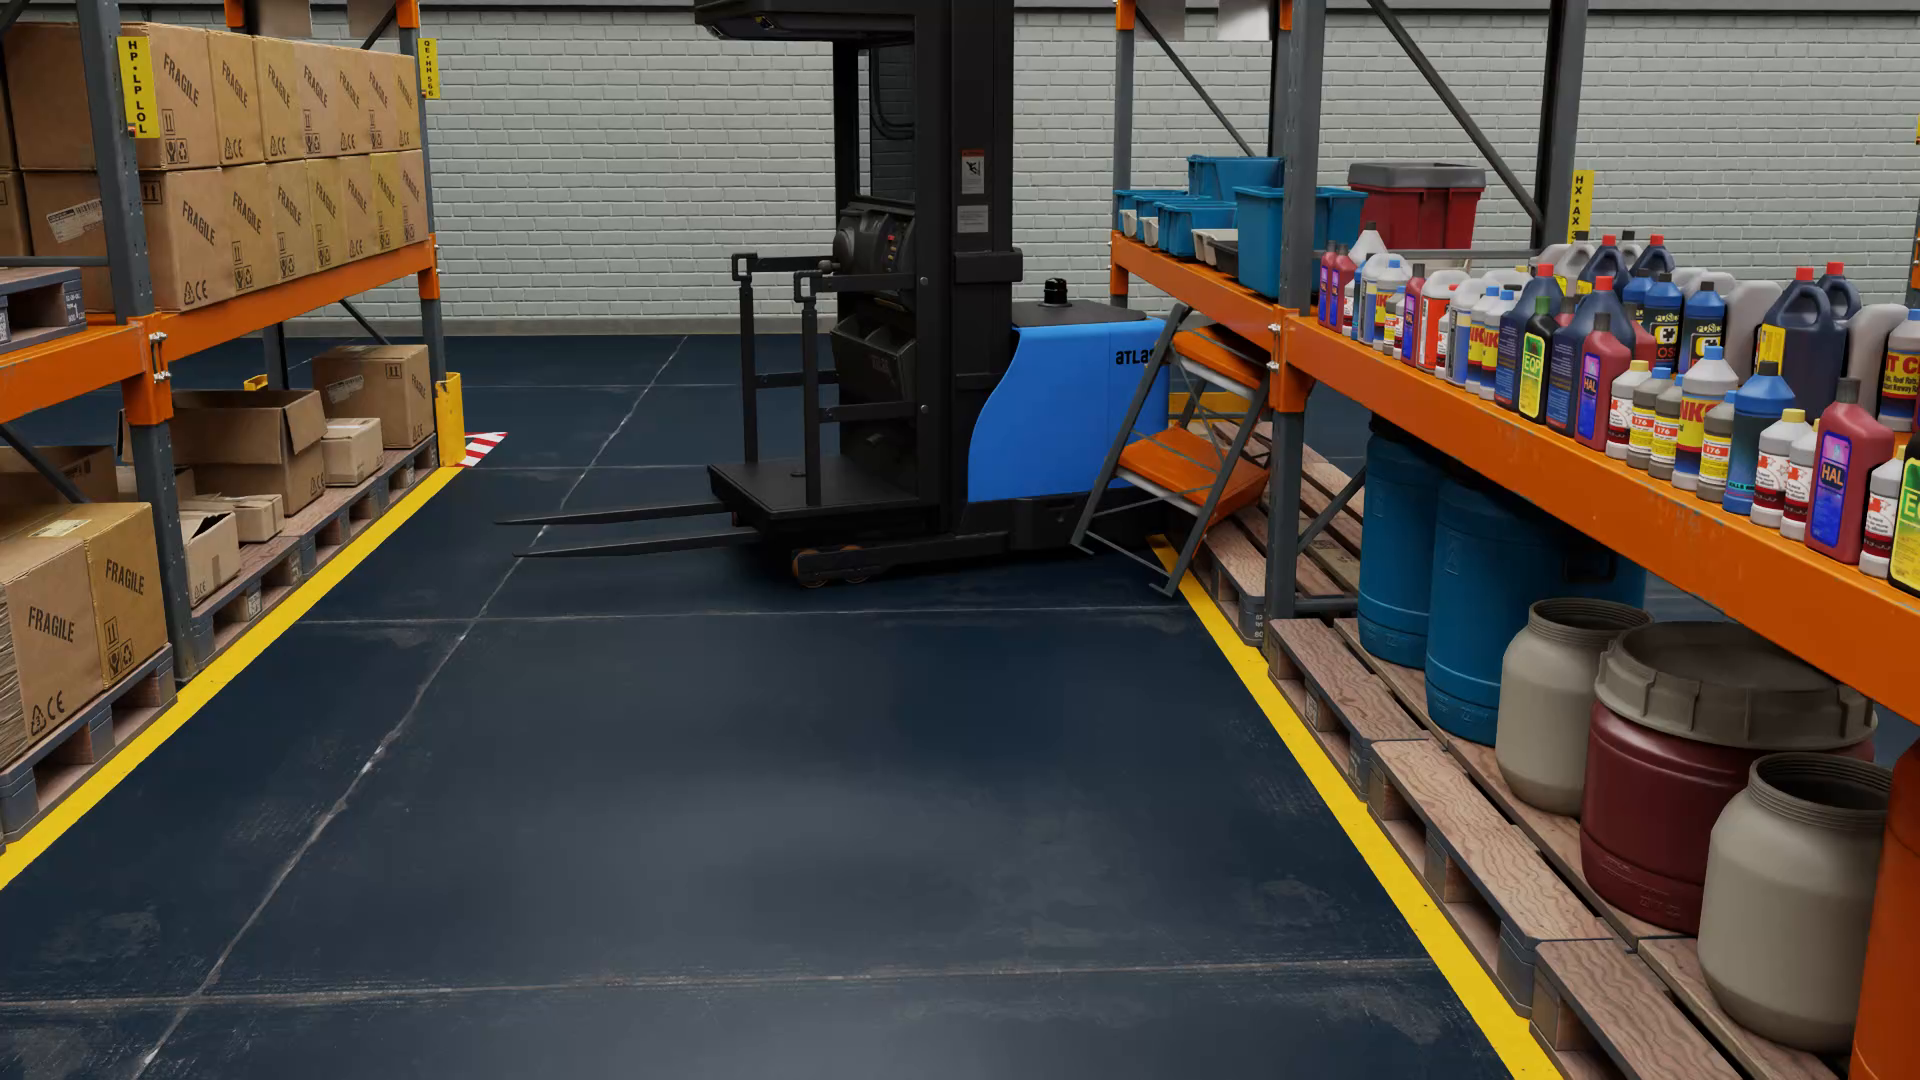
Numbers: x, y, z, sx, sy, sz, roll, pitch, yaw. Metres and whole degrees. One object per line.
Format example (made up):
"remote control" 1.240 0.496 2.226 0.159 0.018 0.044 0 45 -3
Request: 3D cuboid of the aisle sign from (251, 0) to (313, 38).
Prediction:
"aisle sign" -3.836 -3.203 9.240 0.394 0.787 0.004 -1 14 -3

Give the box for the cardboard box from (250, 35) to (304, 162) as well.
"cardboard box" -3.103 -1.847 6.980 0.500 0.500 0.500 -1 14 -5

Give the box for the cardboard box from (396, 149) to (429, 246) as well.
"cardboard box" -3.240 -1.873 9.086 0.500 0.500 0.500 0 14 -2

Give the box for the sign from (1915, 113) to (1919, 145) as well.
"sign" 5.794 -2.534 9.961 0.100 0.325 0.005 -1 14 -3

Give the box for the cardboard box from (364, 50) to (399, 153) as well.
"cardboard box" -3.205 -2.233 8.476 0.500 0.500 0.500 0 14 -2

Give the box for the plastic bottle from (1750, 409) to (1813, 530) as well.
"plastic bottle" 1.441 -0.126 2.896 0.097 0.201 0.097 0 14 0

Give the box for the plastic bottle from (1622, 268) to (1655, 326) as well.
"plastic bottle" 1.930 -0.635 4.731 0.097 0.271 0.097 0 14 0

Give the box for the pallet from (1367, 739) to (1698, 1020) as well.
"pallet" 1.738 0.834 4.360 1.003 0.211 1.213 -1 14 -3

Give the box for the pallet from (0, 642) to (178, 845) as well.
"pallet" -3.203 0.615 5.212 1.003 0.211 1.213 -1 14 -3

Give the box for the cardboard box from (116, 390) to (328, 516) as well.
"cardboard box" -3.413 -0.408 7.721 0.797 0.503 0.637 -1 14 -3

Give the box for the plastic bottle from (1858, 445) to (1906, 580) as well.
"plastic bottle" 1.461 -0.045 2.579 0.097 0.201 0.097 0 14 0

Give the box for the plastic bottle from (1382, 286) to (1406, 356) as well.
"plastic bottle" 1.310 -0.651 4.935 0.097 0.201 0.097 0 14 0

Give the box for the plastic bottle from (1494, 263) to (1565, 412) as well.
"plastic bottle" 1.391 -0.492 4.016 0.144 0.351 0.185 -1 14 -3

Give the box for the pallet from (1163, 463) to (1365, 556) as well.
"pallet" 1.490 -0.149 8.180 1.003 0.211 1.213 -1 14 -3

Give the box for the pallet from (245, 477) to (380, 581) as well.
"pallet" -3.411 -0.062 7.842 1.003 0.211 1.213 -1 14 -3

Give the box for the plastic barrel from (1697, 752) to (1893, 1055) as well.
"plastic barrel" 1.729 0.723 3.346 0.421 0.512 0.421 0 14 0

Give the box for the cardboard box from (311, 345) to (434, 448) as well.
"cardboard box" -3.260 -0.803 9.261 0.500 0.500 0.500 -1 14 -3

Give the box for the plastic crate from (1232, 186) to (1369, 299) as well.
"plastic crate" 1.283 -1.145 6.368 0.392 0.384 0.575 -1 14 -3

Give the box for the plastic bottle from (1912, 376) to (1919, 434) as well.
"plastic bottle" 2.170 -0.362 3.648 0.061 0.283 0.133 -1 14 -3

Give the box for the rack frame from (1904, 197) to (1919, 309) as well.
"rack frame" 6.348 -2.084 10.106 1.000 3.000 0.127 -1 14 -3

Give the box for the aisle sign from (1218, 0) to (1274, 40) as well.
"aisle sign" 1.693 -3.289 9.572 0.394 0.787 0.004 -1 14 -3

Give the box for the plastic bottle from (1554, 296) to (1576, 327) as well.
"plastic bottle" 1.420 -0.420 3.872 0.061 0.283 0.133 -1 14 -3

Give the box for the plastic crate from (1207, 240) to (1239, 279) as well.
"plastic crate" 1.315 -1.183 7.035 0.437 0.125 0.590 -1 14 -3

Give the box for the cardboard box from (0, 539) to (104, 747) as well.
"cardboard box" -2.952 0.302 4.967 0.500 0.500 0.500 -1 14 -3

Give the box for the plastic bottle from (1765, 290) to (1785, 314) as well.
"plastic bottle" 2.059 -0.487 4.159 0.097 0.271 0.097 0 14 0

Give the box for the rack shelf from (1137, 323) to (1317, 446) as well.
"rack shelf" 1.198 -0.709 7.259 0.538 0.278 1.000 29 20 16

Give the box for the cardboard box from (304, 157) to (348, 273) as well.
"cardboard box" -3.148 -1.495 7.615 0.500 0.500 0.500 -1 14 -4

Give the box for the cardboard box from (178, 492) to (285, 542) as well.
"cardboard box" -3.165 -0.101 7.201 0.380 0.166 0.250 -1 14 -3

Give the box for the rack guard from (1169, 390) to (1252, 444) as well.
"rack guard" 1.391 -0.803 10.143 1.175 0.500 0.348 -1 14 -3

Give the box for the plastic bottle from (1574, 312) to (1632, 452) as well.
"plastic bottle" 1.379 -0.340 3.561 0.061 0.283 0.133 -1 14 -3

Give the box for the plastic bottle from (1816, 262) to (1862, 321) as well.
"plastic bottle" 2.105 -0.491 4.015 0.144 0.351 0.185 -1 14 -3

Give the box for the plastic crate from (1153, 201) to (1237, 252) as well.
"plastic crate" 1.173 -1.562 8.291 0.416 0.233 0.300 -1 14 -3

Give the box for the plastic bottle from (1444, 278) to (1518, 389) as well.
"plastic bottle" 1.373 -0.544 4.369 0.152 0.276 0.135 -1 14 -3

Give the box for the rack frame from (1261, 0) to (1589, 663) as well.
"rack frame" 1.653 -1.013 5.943 1.000 3.000 0.127 -1 14 -3

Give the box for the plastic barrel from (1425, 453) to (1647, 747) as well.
"plastic barrel" 1.713 0.112 4.940 0.600 0.901 0.708 -1 14 -3

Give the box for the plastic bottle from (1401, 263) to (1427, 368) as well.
"plastic bottle" 1.305 -0.638 4.719 0.061 0.283 0.133 -1 14 -3

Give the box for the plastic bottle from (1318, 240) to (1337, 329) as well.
"plastic bottle" 1.250 -0.858 5.577 0.061 0.283 0.133 -1 14 -3

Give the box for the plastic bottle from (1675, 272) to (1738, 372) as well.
"plastic bottle" 2.062 -0.610 4.626 0.152 0.276 0.135 -1 14 -3

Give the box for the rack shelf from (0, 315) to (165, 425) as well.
"rack shelf" -3.167 -0.091 3.805 1.077 0.370 4.000 -1 14 -3

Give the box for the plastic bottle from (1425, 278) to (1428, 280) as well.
"plastic bottle" 1.447 -0.711 5.169 0.097 0.201 0.097 0 14 0

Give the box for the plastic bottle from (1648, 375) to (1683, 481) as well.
"plastic bottle" 1.416 -0.223 3.272 0.097 0.201 0.097 0 14 0

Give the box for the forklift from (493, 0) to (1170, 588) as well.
"forklift" -0.576 -1.360 7.430 3.031 2.935 1.130 -6 16 -22

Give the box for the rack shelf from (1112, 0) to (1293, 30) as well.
"rack shelf" 1.529 -2.614 7.592 1.077 0.370 4.000 -1 14 -3

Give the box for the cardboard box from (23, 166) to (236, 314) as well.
"cardboard box" -3.051 -1.117 6.145 0.500 0.500 0.500 -1 14 -2

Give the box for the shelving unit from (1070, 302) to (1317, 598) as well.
"shelving unit" 1.092 -0.454 7.356 0.538 1.125 1.048 29 20 16

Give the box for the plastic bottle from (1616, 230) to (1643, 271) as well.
"plastic bottle" 2.036 -0.765 5.080 0.144 0.351 0.185 -1 14 -3

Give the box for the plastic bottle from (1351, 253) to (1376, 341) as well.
"plastic bottle" 1.289 -0.767 5.245 0.097 0.271 0.097 0 14 0

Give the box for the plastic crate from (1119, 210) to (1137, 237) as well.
"plastic crate" 1.029 -1.761 9.261 0.250 0.136 0.298 -1 14 -3
